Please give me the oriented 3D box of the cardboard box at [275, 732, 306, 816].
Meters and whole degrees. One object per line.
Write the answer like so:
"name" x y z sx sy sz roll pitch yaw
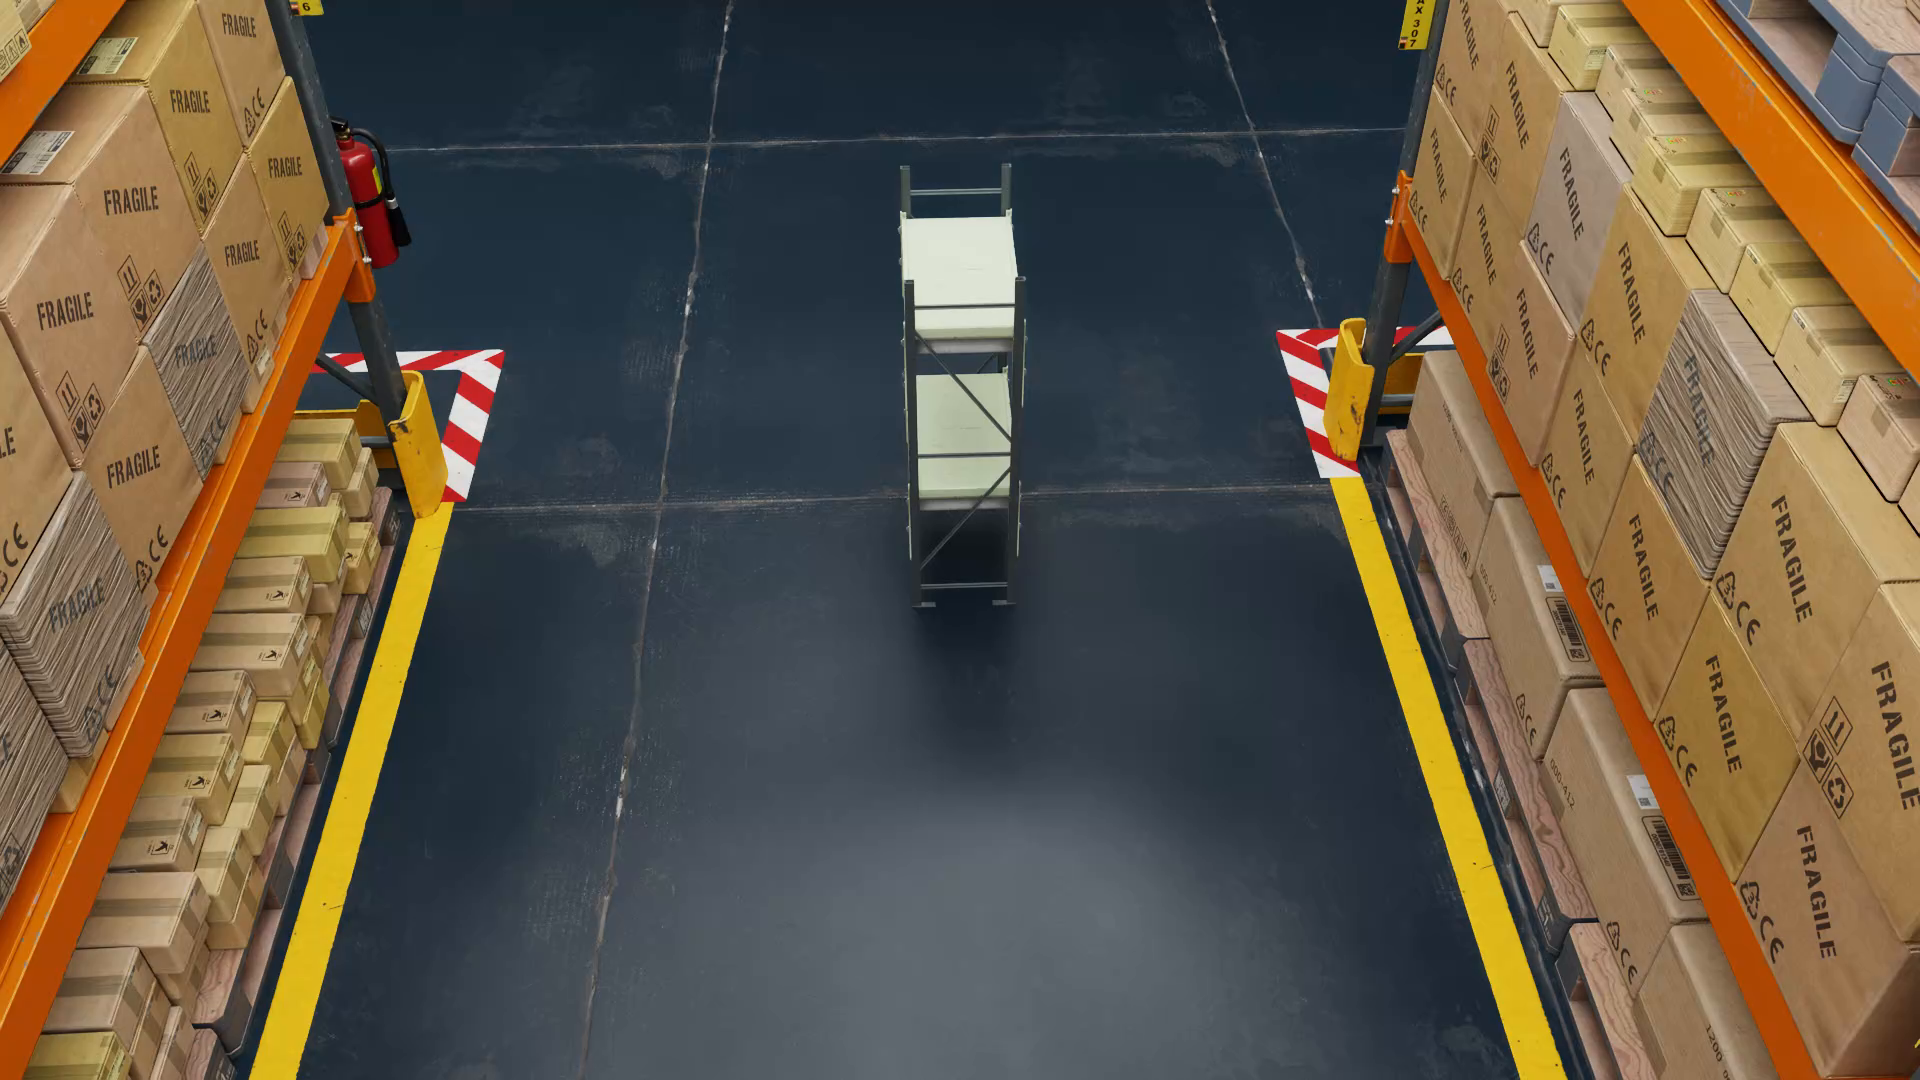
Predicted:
"cardboard box" -2.397 0.772 5.487 0.380 0.149 0.250 -1 43 -1

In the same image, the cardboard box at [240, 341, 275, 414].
"cardboard box" -2.425 -0.533 5.298 0.380 0.149 0.250 -1 43 -1

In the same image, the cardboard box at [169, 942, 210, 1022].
"cardboard box" -2.459 1.298 4.913 0.380 0.149 0.250 -3 43 -4

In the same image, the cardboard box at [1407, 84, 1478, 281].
"cardboard box" 1.921 -1.262 5.833 0.500 0.500 0.500 -2 43 -2

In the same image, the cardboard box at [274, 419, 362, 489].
"cardboard box" -2.478 -0.320 6.238 0.380 0.149 0.250 -1 43 -1

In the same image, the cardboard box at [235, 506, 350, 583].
"cardboard box" -2.387 0.022 5.865 0.380 0.149 0.250 -3 43 -3

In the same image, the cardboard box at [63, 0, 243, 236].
"cardboard box" -2.464 -1.218 4.825 0.500 0.500 0.500 -3 43 -3

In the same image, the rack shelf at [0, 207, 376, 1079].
"rack shelf" -2.669 0.268 4.770 1.077 0.370 4.000 -2 43 -2

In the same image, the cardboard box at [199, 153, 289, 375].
"cardboard box" -2.461 -0.850 5.163 0.500 0.500 0.500 -2 43 -2

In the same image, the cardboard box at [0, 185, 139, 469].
"cardboard box" -2.408 -0.511 4.053 0.500 0.500 0.500 -3 43 -3

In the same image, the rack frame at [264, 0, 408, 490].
"rack frame" -2.754 -1.347 6.000 1.000 3.000 0.127 -2 43 -2

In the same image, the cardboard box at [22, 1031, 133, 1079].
"cardboard box" -2.404 1.434 4.324 0.380 0.149 0.250 -2 43 -2

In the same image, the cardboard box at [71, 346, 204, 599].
"cardboard box" -2.419 -0.171 4.422 0.500 0.500 0.500 0 43 0

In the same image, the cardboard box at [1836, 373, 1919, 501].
"cardboard box" 2.094 -0.221 3.477 0.380 0.149 0.250 -2 43 -2

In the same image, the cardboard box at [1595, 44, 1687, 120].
"cardboard box" 1.998 -1.248 4.597 0.380 0.149 0.250 -1 43 -1

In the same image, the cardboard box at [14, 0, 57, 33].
"cardboard box" -2.433 -1.419 3.969 0.500 0.250 0.500 0 43 0

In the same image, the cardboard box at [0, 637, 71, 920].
"cardboard box" -2.381 0.531 3.656 0.500 0.500 0.500 -2 43 -2

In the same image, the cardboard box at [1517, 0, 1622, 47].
"cardboard box" 1.905 -1.601 4.983 0.380 0.149 0.250 0 43 0

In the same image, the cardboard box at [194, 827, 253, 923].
"cardboard box" -2.370 1.013 5.004 0.380 0.149 0.250 -2 43 -2

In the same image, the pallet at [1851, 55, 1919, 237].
"pallet" 2.333 -0.483 2.903 1.003 0.211 1.213 -2 43 -2

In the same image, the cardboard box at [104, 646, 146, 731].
"cardboard box" -2.373 0.357 4.326 0.380 0.149 0.250 0 43 0

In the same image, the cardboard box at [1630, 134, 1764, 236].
"cardboard box" 1.950 -0.906 4.225 0.380 0.149 0.250 -3 43 -3

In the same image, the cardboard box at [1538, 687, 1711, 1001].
"cardboard box" 2.399 0.901 5.132 0.875 0.438 0.875 -3 43 -3

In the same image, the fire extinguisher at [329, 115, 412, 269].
"fire extinguisher" -2.303 -1.365 6.352 0.296 0.674 0.183 -2 43 -2

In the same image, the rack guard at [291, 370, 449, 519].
"rack guard" -2.750 -0.374 6.789 1.175 0.500 0.348 -2 43 -2

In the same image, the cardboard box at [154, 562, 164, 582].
"cardboard box" -2.463 0.008 4.707 0.380 0.149 0.250 -1 43 -1

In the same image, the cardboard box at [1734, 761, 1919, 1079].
"cardboard box" 2.082 0.800 3.583 0.500 0.500 0.500 -1 43 -1

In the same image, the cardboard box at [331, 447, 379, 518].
"cardboard box" -2.446 -0.213 6.341 0.380 0.149 0.250 -3 43 -3

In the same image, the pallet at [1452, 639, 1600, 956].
"pallet" 2.349 0.830 5.689 1.003 0.211 1.213 -2 43 -2

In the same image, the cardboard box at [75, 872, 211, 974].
"cardboard box" -2.367 1.085 4.705 0.380 0.149 0.250 -1 43 -1

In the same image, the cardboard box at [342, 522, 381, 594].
"cardboard box" -2.411 0.069 6.254 0.380 0.149 0.250 0 43 0

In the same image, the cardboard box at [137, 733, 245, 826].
"cardboard box" -2.432 0.736 5.086 0.380 0.149 0.250 -1 43 -2

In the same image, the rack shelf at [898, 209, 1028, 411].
"rack shelf" 0.000 -0.836 5.975 0.431 0.370 0.720 -2 43 -2

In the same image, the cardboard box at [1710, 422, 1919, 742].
"cardboard box" 2.048 0.084 3.624 0.500 0.500 0.500 -2 43 -2

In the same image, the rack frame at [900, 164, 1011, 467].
"rack frame" -0.015 -0.795 6.508 0.400 1.500 0.023 -2 43 -2

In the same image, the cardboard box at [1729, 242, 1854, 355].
"cardboard box" 2.035 -0.565 3.853 0.380 0.149 0.250 -2 43 -3

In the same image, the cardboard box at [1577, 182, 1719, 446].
"cardboard box" 2.004 -0.598 4.369 0.500 0.500 0.500 -1 43 -2

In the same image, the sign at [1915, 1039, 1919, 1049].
"sign" 1.803 0.812 2.945 0.100 0.325 0.005 -2 43 -2

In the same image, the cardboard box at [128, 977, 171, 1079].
"cardboard box" -2.435 1.372 4.613 0.380 0.149 0.250 -4 43 -4

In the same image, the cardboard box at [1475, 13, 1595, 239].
"cardboard box" 1.952 -1.282 5.115 0.500 0.500 0.500 -3 43 -3

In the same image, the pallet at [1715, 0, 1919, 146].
"pallet" 2.284 -1.304 3.799 1.003 0.211 1.213 -2 43 -2

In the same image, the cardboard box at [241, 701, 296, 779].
"cardboard box" -2.395 0.661 5.388 0.380 0.149 0.250 0 43 0

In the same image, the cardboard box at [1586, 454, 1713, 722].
"cardboard box" 2.019 0.114 4.332 0.500 0.500 0.500 -2 43 -2

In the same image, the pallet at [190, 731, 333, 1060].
"pallet" -2.703 1.103 5.390 1.003 0.211 1.213 -2 43 -2

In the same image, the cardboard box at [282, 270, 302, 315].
"cardboard box" -2.484 -0.874 5.669 0.380 0.149 0.250 -2 43 -2

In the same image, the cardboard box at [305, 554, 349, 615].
"cardboard box" -2.422 0.138 5.958 0.380 0.149 0.250 -3 43 -4

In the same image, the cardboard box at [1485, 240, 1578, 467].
"cardboard box" 1.974 -0.577 5.086 0.500 0.500 0.500 -2 43 -2

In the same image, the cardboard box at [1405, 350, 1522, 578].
"cardboard box" 2.316 -0.325 6.470 0.875 0.438 0.875 -3 43 -3

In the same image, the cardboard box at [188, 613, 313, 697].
"cardboard box" -2.372 0.379 5.476 0.380 0.149 0.250 0 43 0

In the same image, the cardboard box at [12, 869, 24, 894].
"cardboard box" -2.424 0.711 3.941 0.380 0.149 0.250 -3 43 -4

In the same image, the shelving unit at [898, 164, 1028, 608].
"shelving unit" 0.000 -0.548 6.238 0.431 1.500 0.755 -2 43 -2

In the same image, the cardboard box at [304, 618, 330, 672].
"cardboard box" -2.462 0.416 5.875 0.380 0.149 0.250 -1 43 -1
